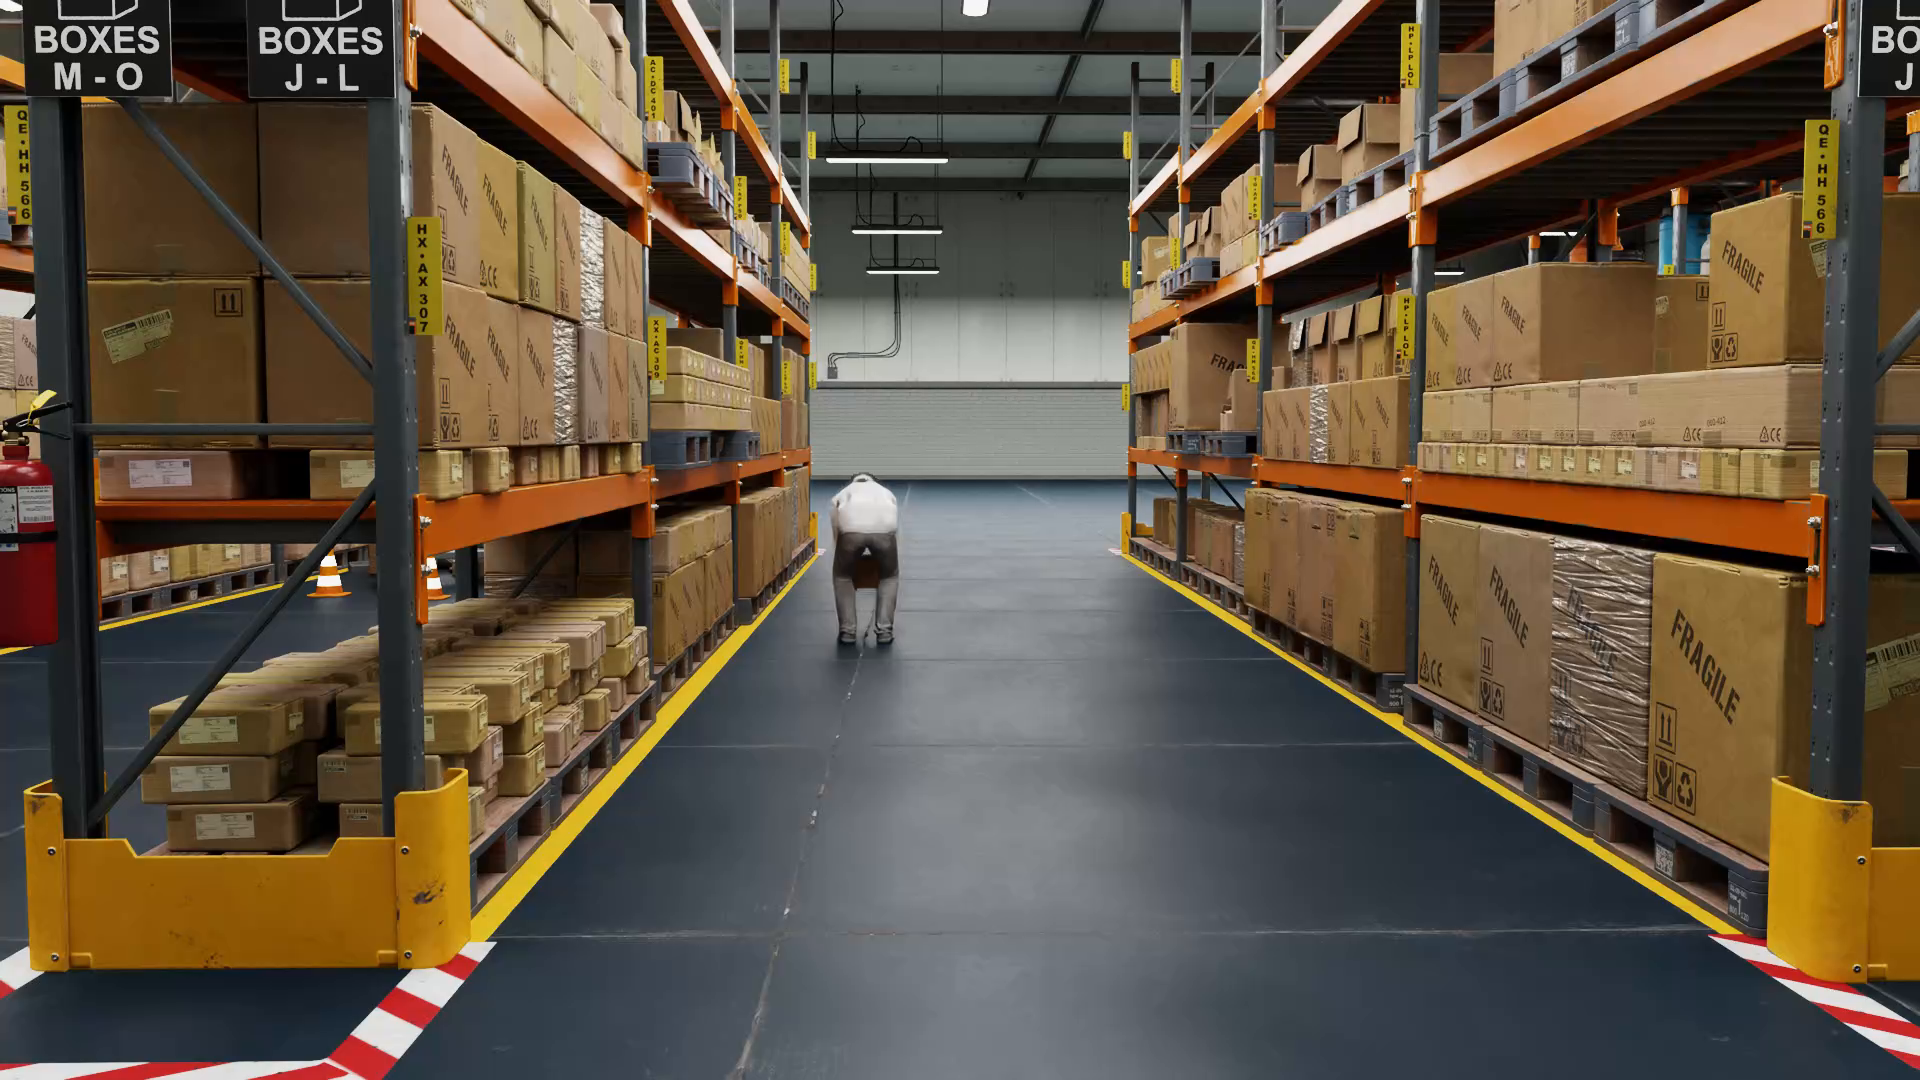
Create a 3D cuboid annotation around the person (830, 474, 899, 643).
[{"bbox_3d":[-0.697,0.123,12.113,0.501,1.186,0.954,0,4,-5],"label":"person"}]
